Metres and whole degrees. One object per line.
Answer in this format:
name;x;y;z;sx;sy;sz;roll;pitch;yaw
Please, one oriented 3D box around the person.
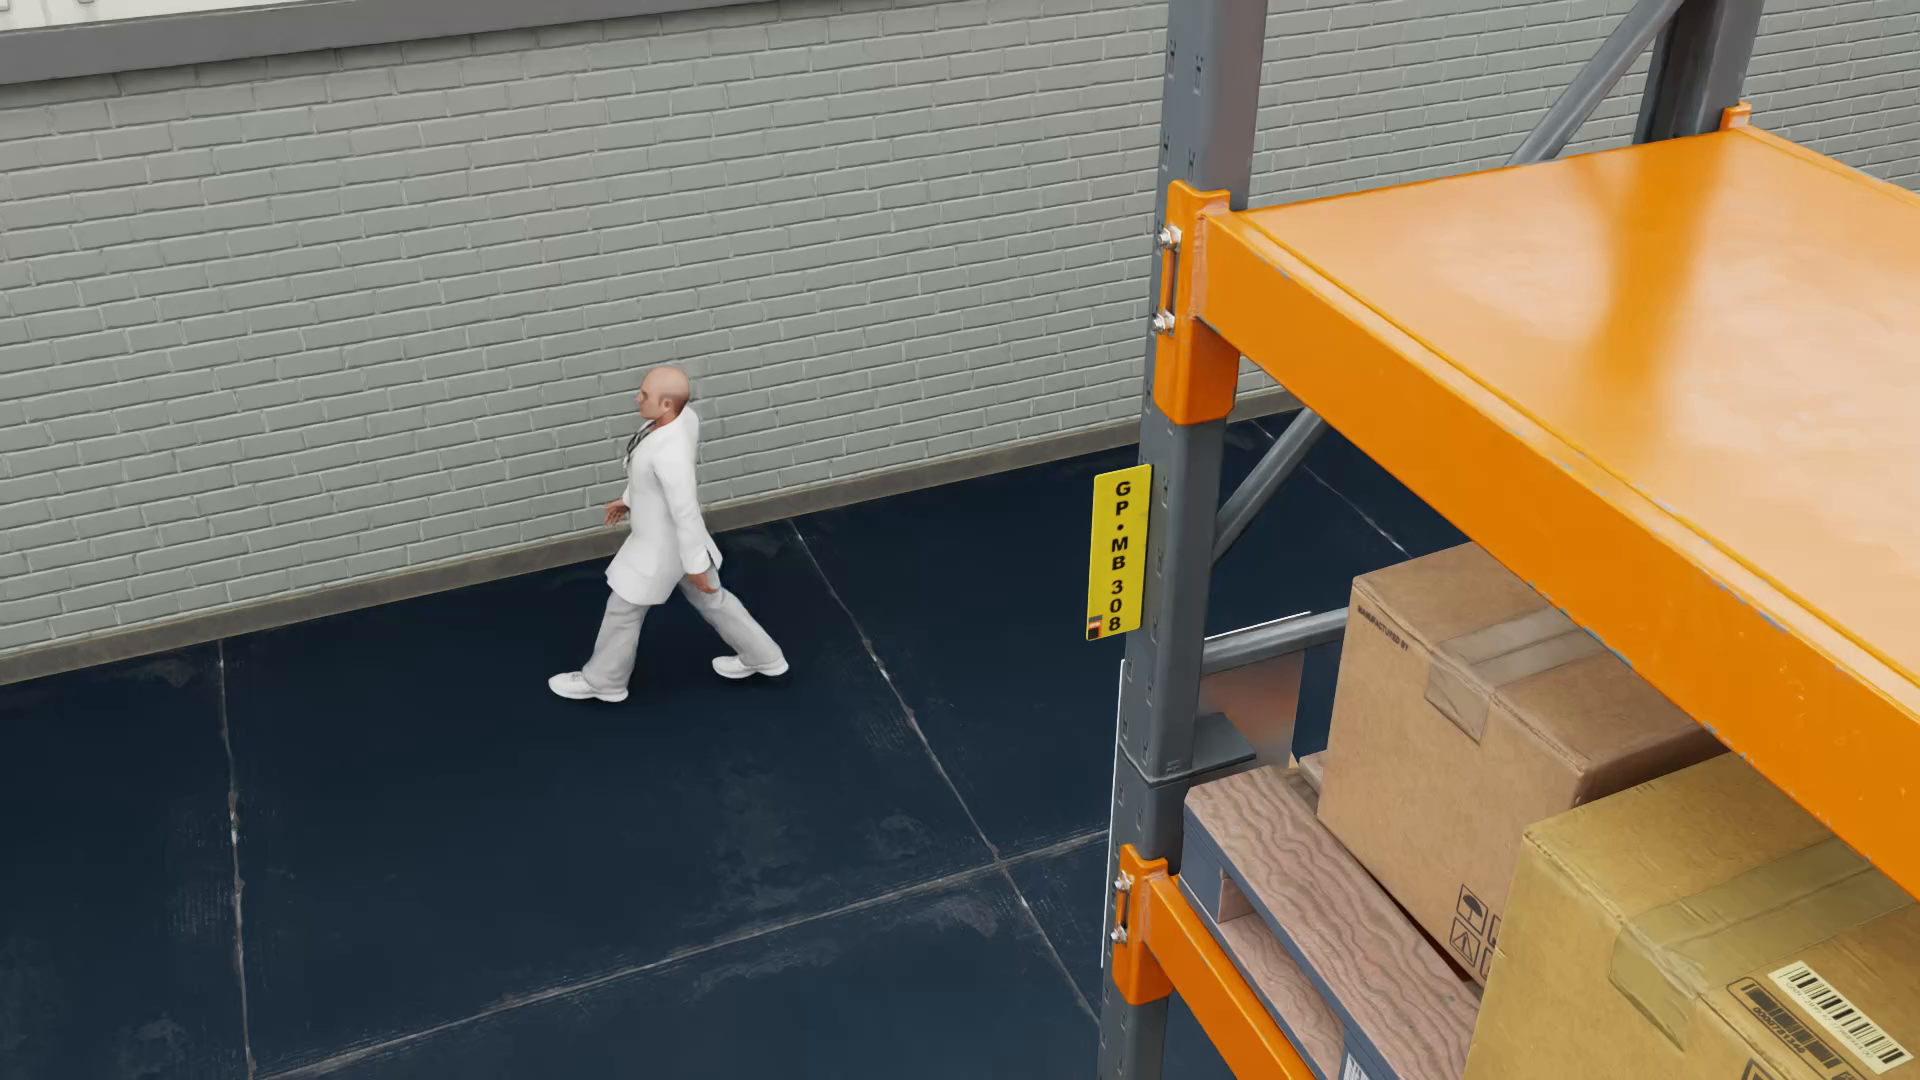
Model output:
person;-1.390;-0.025;7.581;1.119;1.720;0.566;2;33;3
